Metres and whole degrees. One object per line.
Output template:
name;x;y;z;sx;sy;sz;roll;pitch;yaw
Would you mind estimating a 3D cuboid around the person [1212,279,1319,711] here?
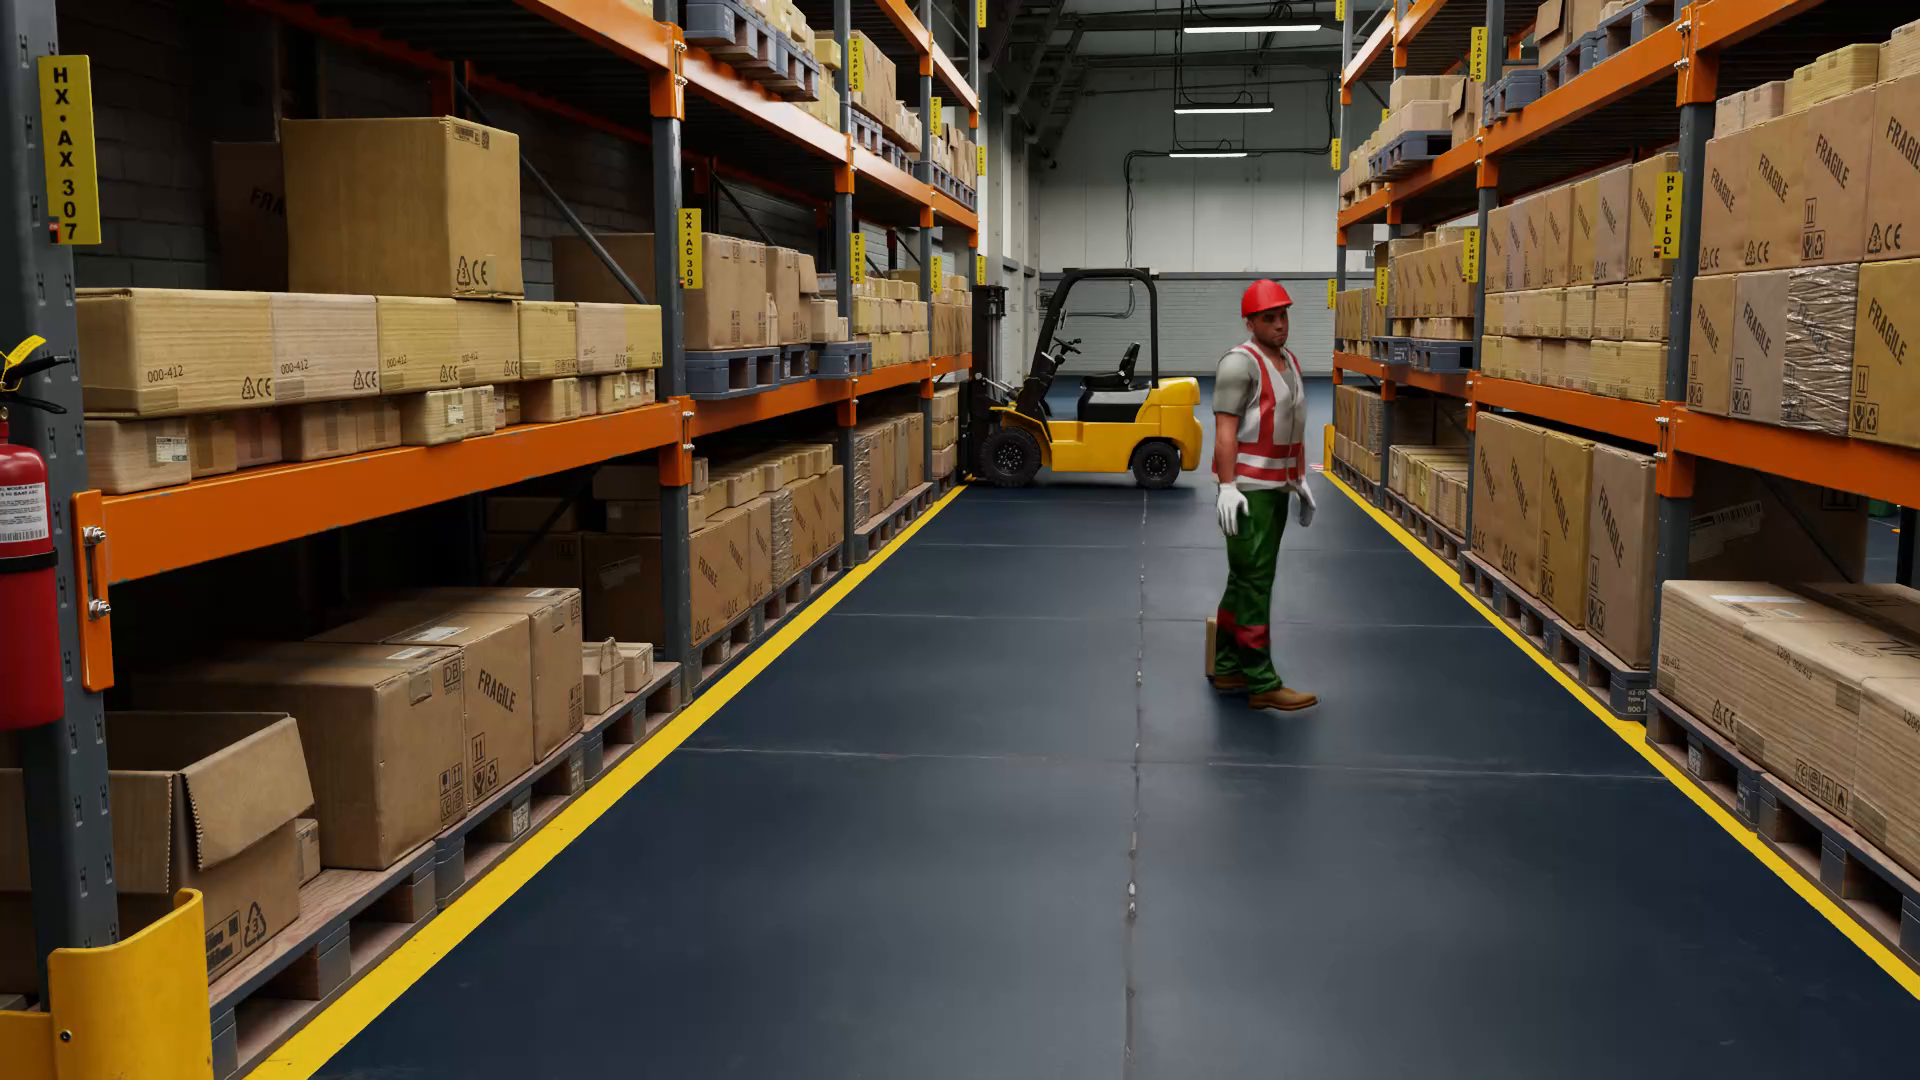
person;1.289;-0.192;6.976;0.589;1.785;0.632;6;9;36
